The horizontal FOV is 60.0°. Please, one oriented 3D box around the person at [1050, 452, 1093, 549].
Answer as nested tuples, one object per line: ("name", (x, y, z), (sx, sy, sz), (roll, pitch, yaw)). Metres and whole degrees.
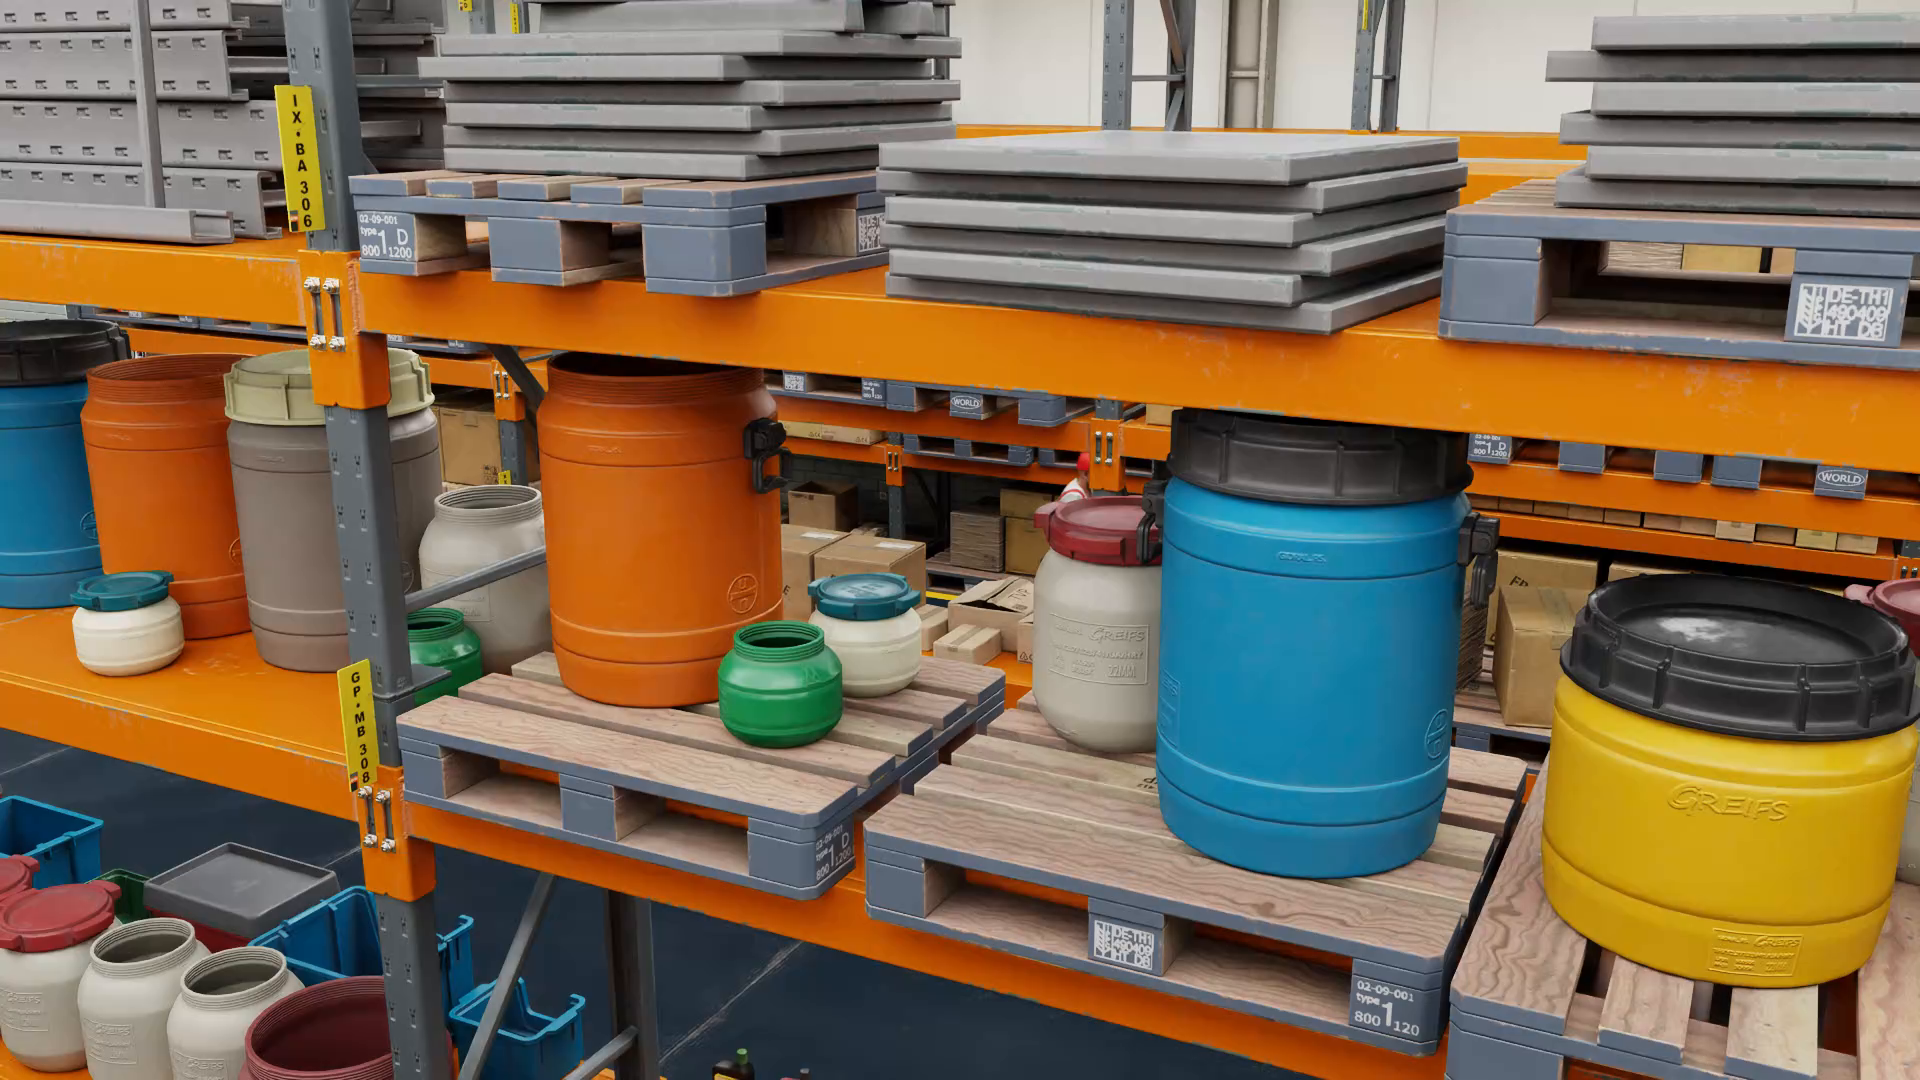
("person", (0.934, 0.183, 12.848), (0.452, 1.777, 0.601), (7, 17, 23))
